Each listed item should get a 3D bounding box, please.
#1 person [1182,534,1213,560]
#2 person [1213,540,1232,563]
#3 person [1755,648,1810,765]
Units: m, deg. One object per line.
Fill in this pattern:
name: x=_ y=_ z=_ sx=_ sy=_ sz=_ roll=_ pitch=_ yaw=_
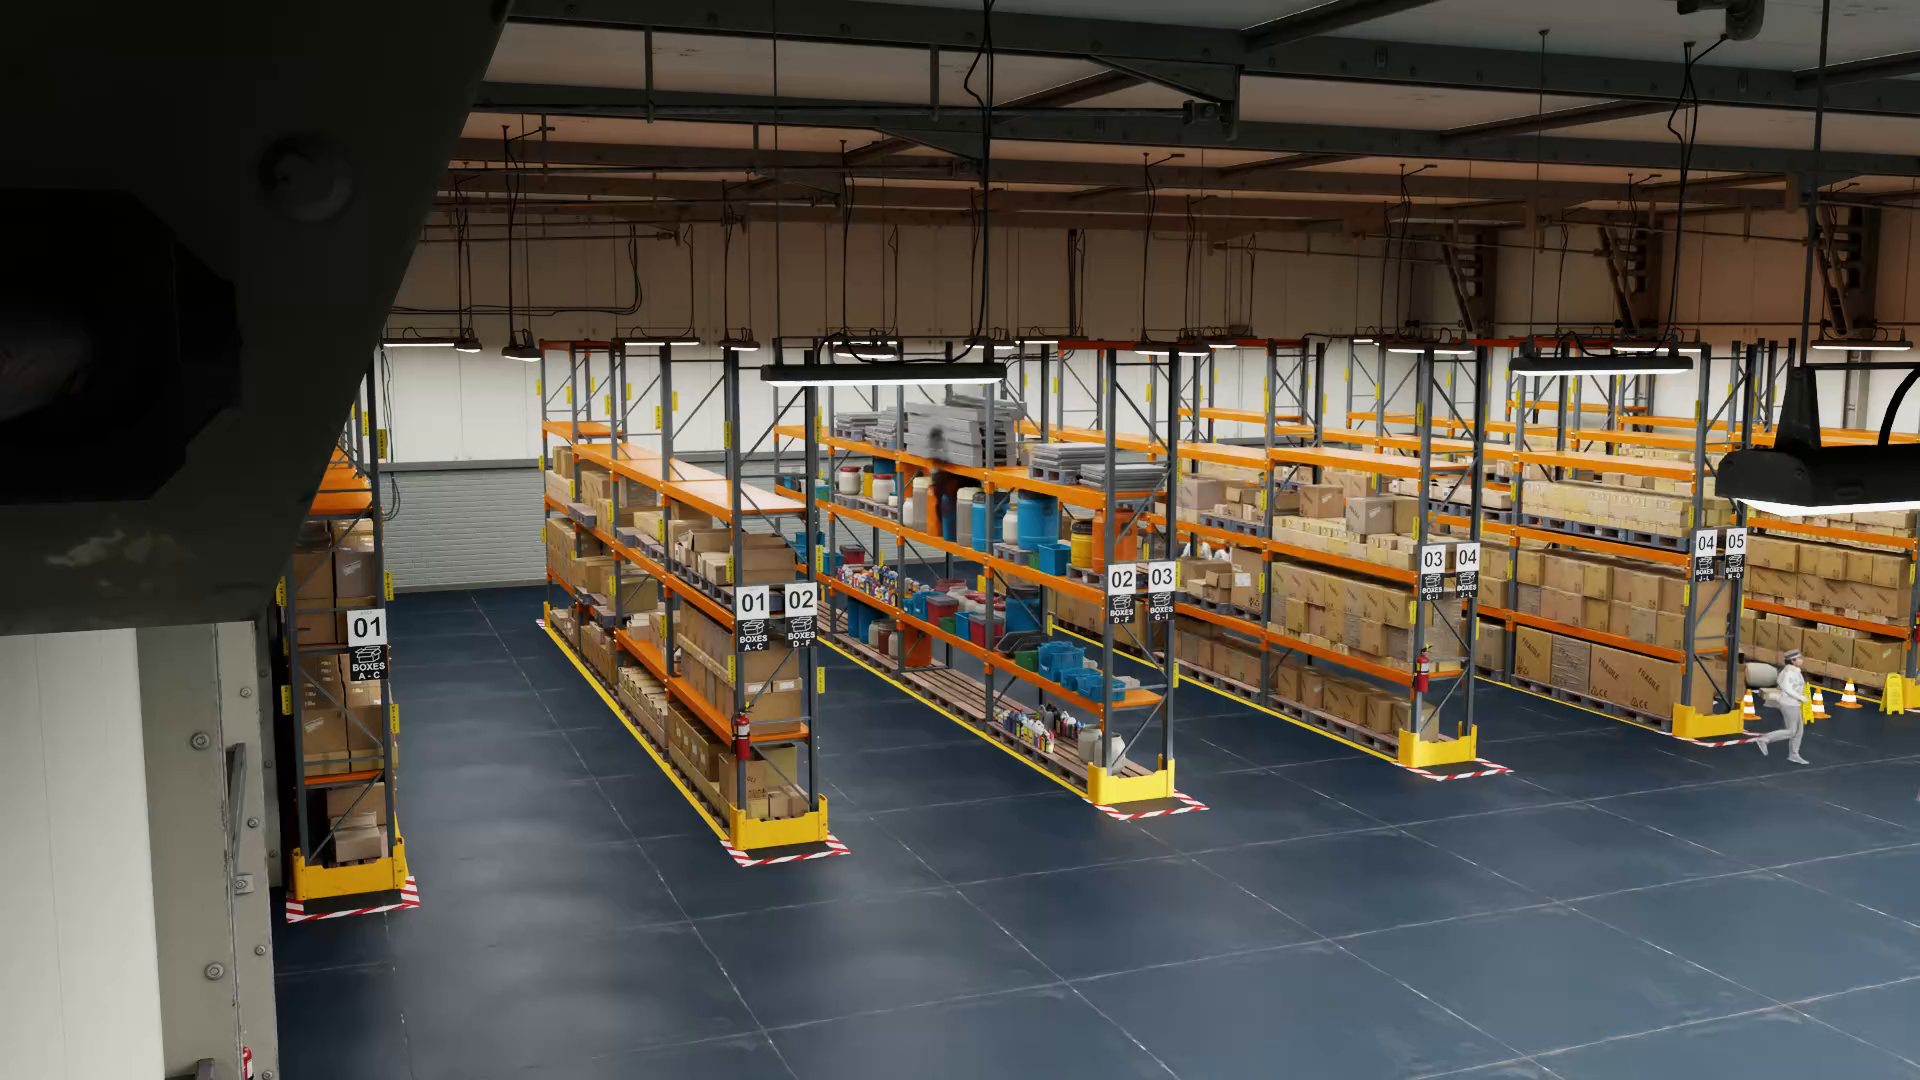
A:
person: x=5.305 y=0.680 z=36.879 sx=0.700 sy=1.747 sz=0.673 roll=-3 pitch=8 yaw=-22
person: x=5.712 y=0.807 z=35.738 sx=0.692 sy=1.789 sz=0.980 roll=-3 pitch=8 yaw=-20
person: x=11.919 y=2.392 z=24.035 sx=0.733 sy=1.703 sz=0.637 roll=2 pitch=8 yaw=16
